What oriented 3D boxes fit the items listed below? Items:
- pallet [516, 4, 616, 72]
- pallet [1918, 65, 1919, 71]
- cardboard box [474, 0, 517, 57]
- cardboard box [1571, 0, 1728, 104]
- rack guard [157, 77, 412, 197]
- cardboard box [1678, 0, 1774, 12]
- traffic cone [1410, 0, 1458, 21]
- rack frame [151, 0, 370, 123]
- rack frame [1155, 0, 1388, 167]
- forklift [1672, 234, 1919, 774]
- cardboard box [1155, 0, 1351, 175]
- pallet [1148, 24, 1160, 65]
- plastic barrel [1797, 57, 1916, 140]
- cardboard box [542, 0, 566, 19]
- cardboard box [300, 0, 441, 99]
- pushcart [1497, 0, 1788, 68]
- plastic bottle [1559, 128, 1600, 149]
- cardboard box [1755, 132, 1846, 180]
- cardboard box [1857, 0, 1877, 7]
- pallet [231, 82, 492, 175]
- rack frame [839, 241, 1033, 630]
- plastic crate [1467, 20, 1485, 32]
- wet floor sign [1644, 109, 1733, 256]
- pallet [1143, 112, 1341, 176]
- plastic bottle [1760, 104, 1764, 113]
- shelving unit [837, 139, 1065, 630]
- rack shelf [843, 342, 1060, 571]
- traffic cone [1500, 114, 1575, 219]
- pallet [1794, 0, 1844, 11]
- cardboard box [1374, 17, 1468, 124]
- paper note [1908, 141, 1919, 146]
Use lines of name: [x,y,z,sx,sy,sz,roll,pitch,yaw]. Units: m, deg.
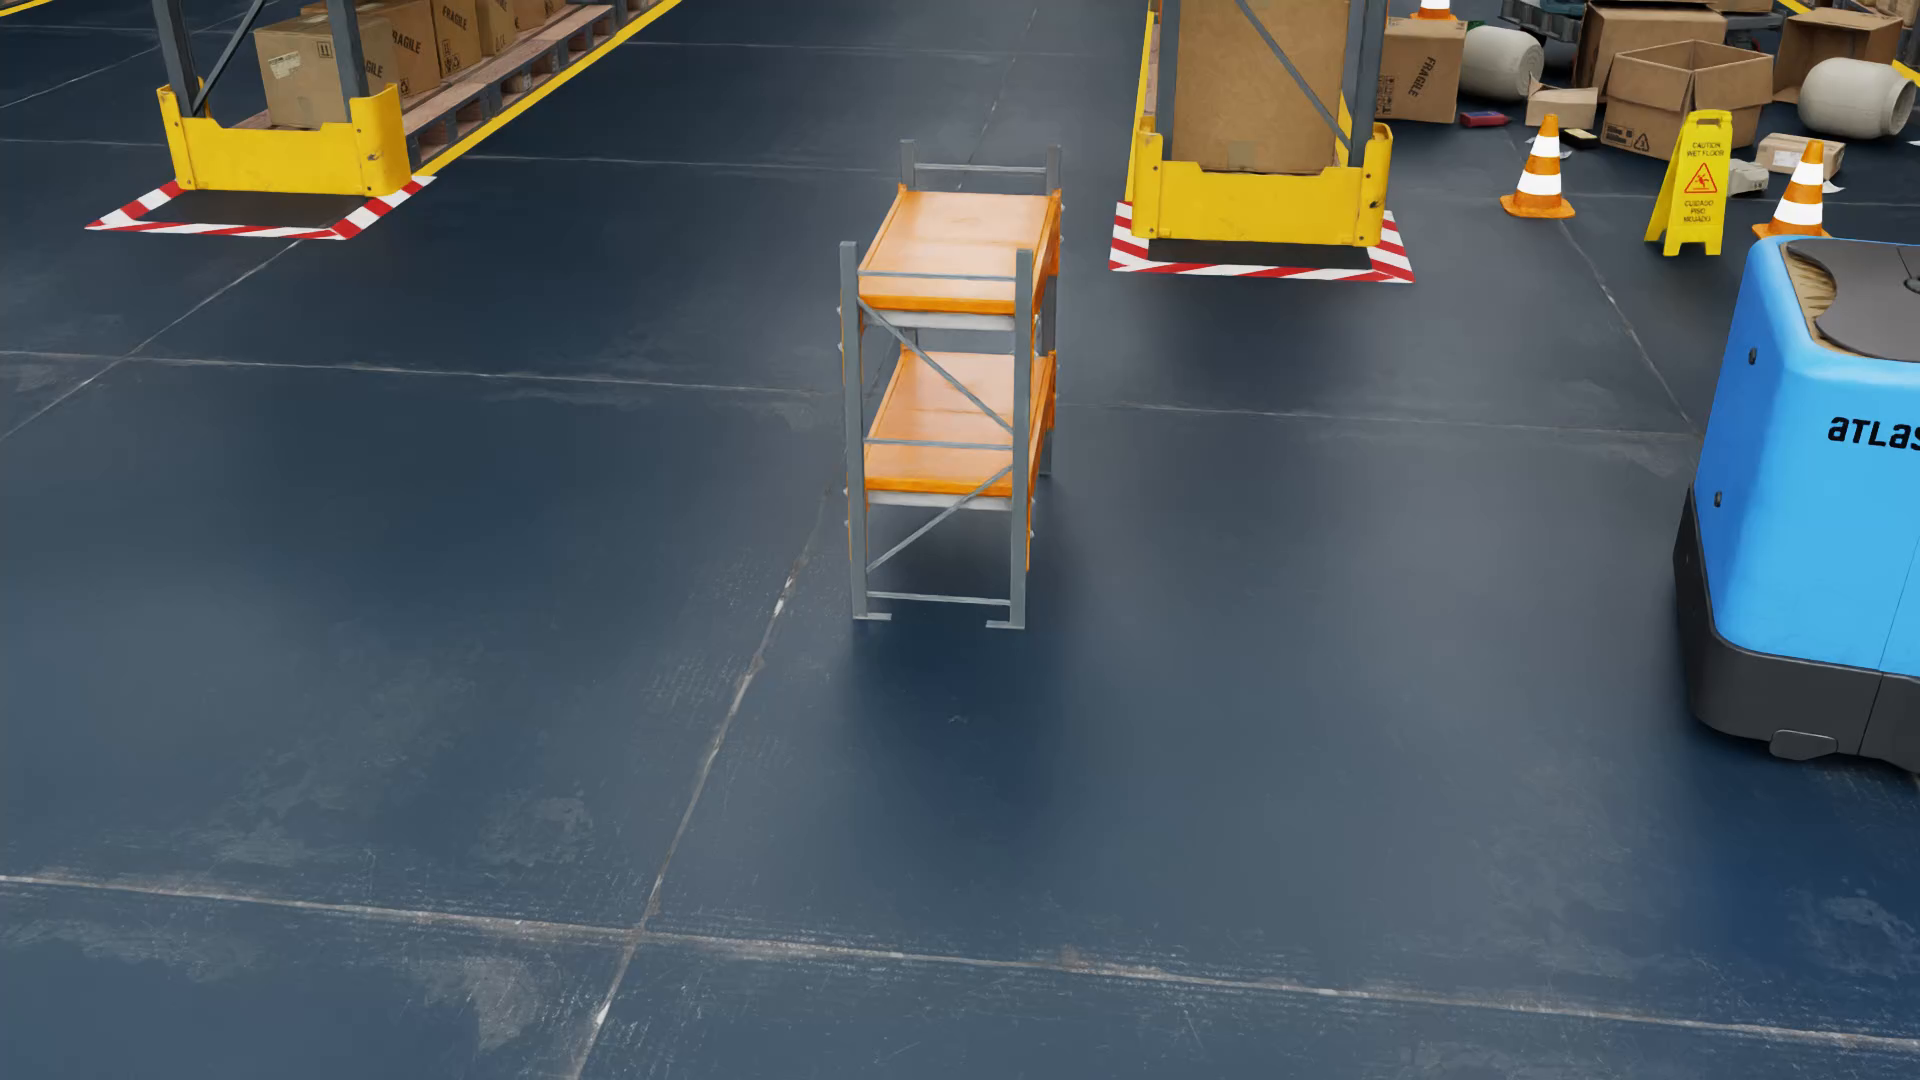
pallet: [-3.049,-3.492,11.509,1.003,0.211,1.213,3,28,6]
pallet: [6.786,-2.916,10.440,1.003,0.211,1.213,3,28,6]
cardboard box: [-3.151,-3.369,10.534,0.500,0.500,0.500,1,28,2]
cardboard box: [4.153,-2.954,10.060,0.797,0.637,0.503,3,28,6]
rack guard: [-3.482,-2.090,8.602,1.175,0.500,0.348,3,28,6]
cardboard box: [5.063,-3.784,10.948,0.500,0.500,0.500,3,28,6]
traffic cone: [3.572,-4.128,12.425,0.336,0.463,0.334,3,28,6]
rack frame: [-3.492,-3.155,7.943,1.000,3.000,0.127,3,28,6]
rack frame: [1.418,-2.819,7.320,1.000,3.000,0.127,3,28,6]
forklift: [3.459,-0.767,3.583,3.031,2.935,1.130,9,29,16]
cardboard box: [1.436,-2.391,8.324,0.875,0.875,0.875,4,29,6]
pallet: [1.738,-3.121,10.820,1.003,0.211,1.213,3,28,6]
plastic barrel: [5.094,-2.505,9.453,0.421,0.421,0.512,-24,36,-37]
cardboard box: [-3.090,-3.936,11.586,0.500,0.500,0.500,3,28,5]
cardboard box: [-3.359,-2.816,9.506,0.500,0.500,0.500,11,30,19]
pushcart: [4.565,-3.416,11.193,1.648,0.377,0.936,-6,29,-11]
plastic bottle: [3.491,-2.280,9.419,0.133,0.061,0.283,-6,29,-11]
cardboard box: [4.499,-2.058,8.913,0.380,0.149,0.250,20,34,32]
cardboard box: [6.980,-4.075,11.980,0.950,0.372,0.625,5,29,9]
pallet: [-3.348,-2.343,9.377,1.003,0.211,1.213,3,28,6]
rack frame: [-0.061,-0.259,4.545,0.500,1.125,0.032,3,28,6]
plastic crate: [3.187,-3.331,11.175,0.450,0.188,0.662,9,28,37]
wet floor sign: [3.380,-1.654,7.639,0.267,0.644,0.232,-1,28,-3]
pallet: [1.439,-1.972,8.688,1.003,0.211,1.213,3,28,6]
plastic bottle: [4.814,-2.670,10.141,0.133,0.061,0.283,8,29,15]
shelving unit: [0.001,-0.498,4.989,0.538,1.125,1.048,3,28,6]
rack shelf: [0.001,-0.283,5.105,0.538,0.278,1.000,3,28,6]
traffic cone: [2.893,-1.870,8.232,0.336,0.463,0.334,3,28,6]
pallet: [7.075,-4.177,12.780,1.003,0.211,1.213,3,28,6]
cardboard box: [2.737,-2.812,9.940,0.500,0.500,0.500,8,29,15]
paper note: [5.451,-2.237,9.370,0.142,0.019,0.148,-6,29,-11]
